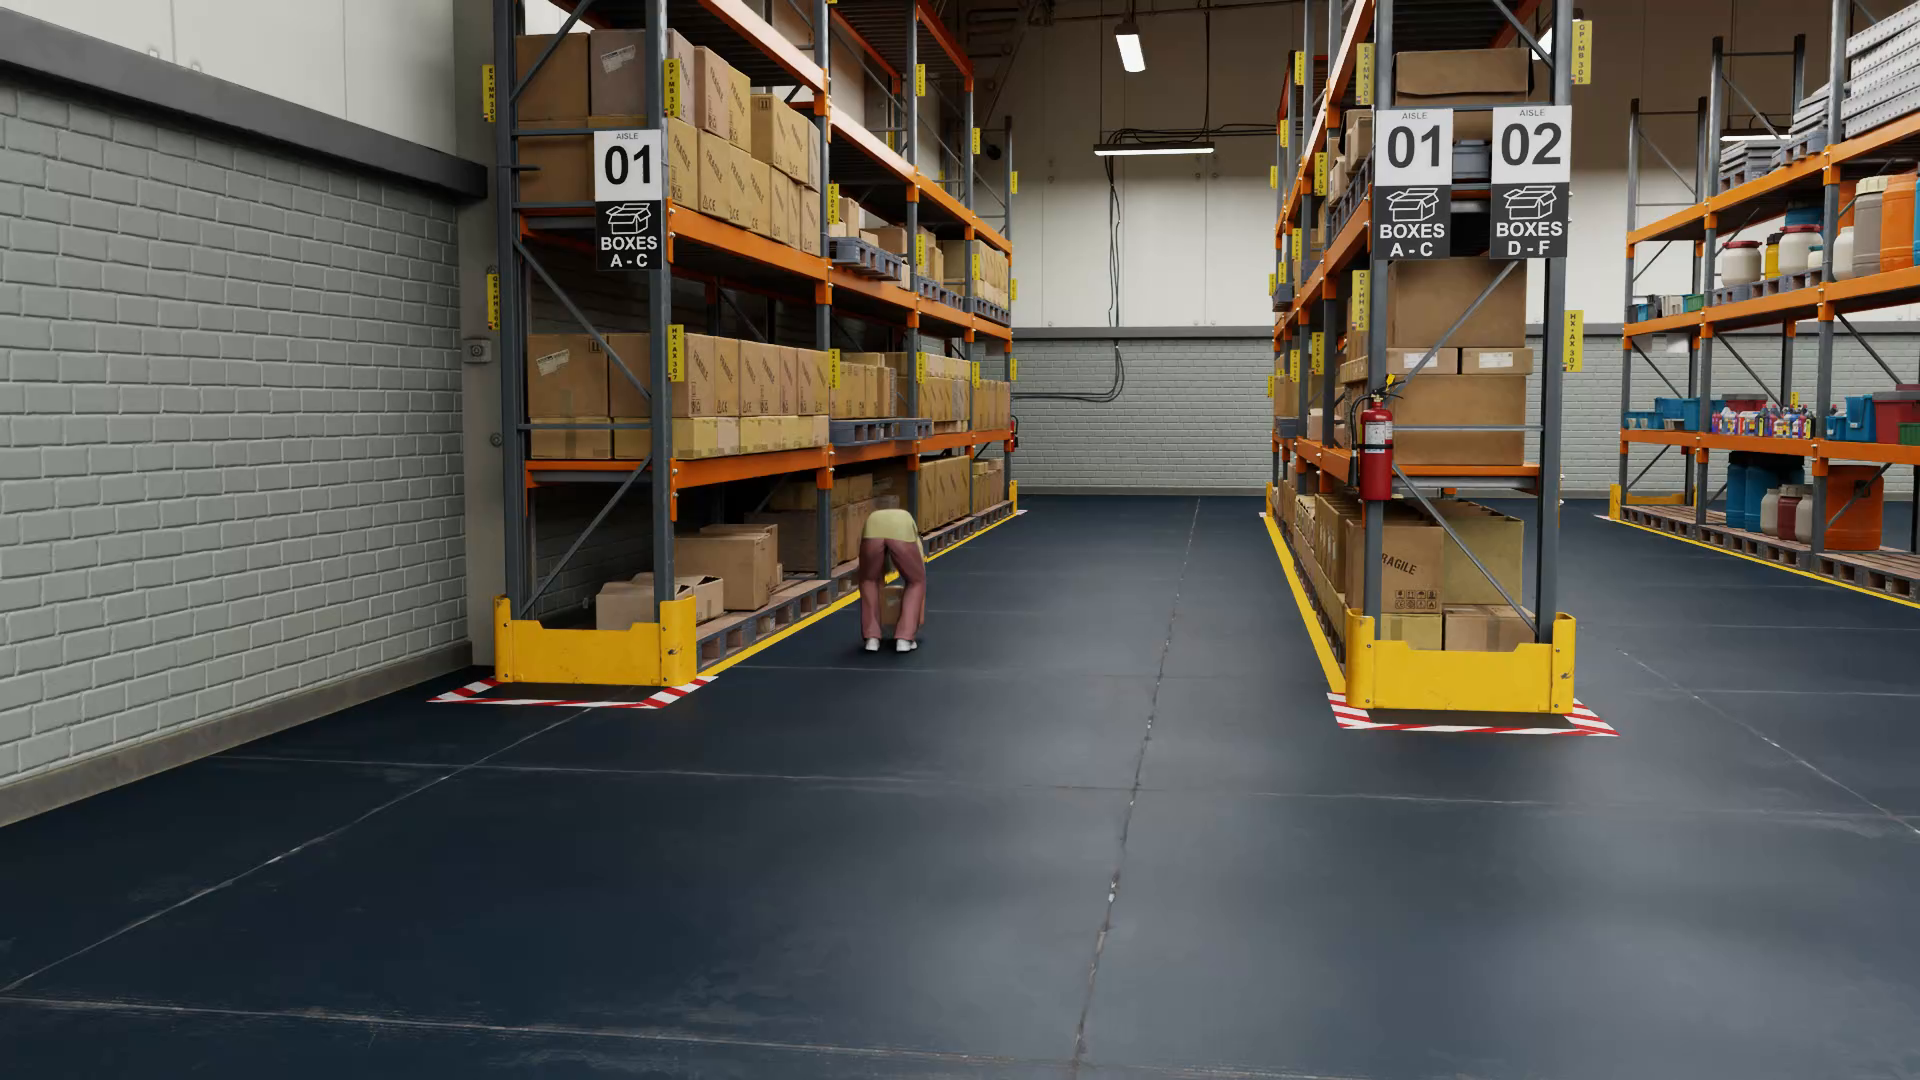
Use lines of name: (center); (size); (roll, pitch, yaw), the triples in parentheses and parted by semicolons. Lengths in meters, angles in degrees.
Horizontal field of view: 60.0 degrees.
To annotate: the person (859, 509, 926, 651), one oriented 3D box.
person: (-0.452, 0.250, 11.297); (0.461, 0.947, 0.855); (0, 5, 6)
